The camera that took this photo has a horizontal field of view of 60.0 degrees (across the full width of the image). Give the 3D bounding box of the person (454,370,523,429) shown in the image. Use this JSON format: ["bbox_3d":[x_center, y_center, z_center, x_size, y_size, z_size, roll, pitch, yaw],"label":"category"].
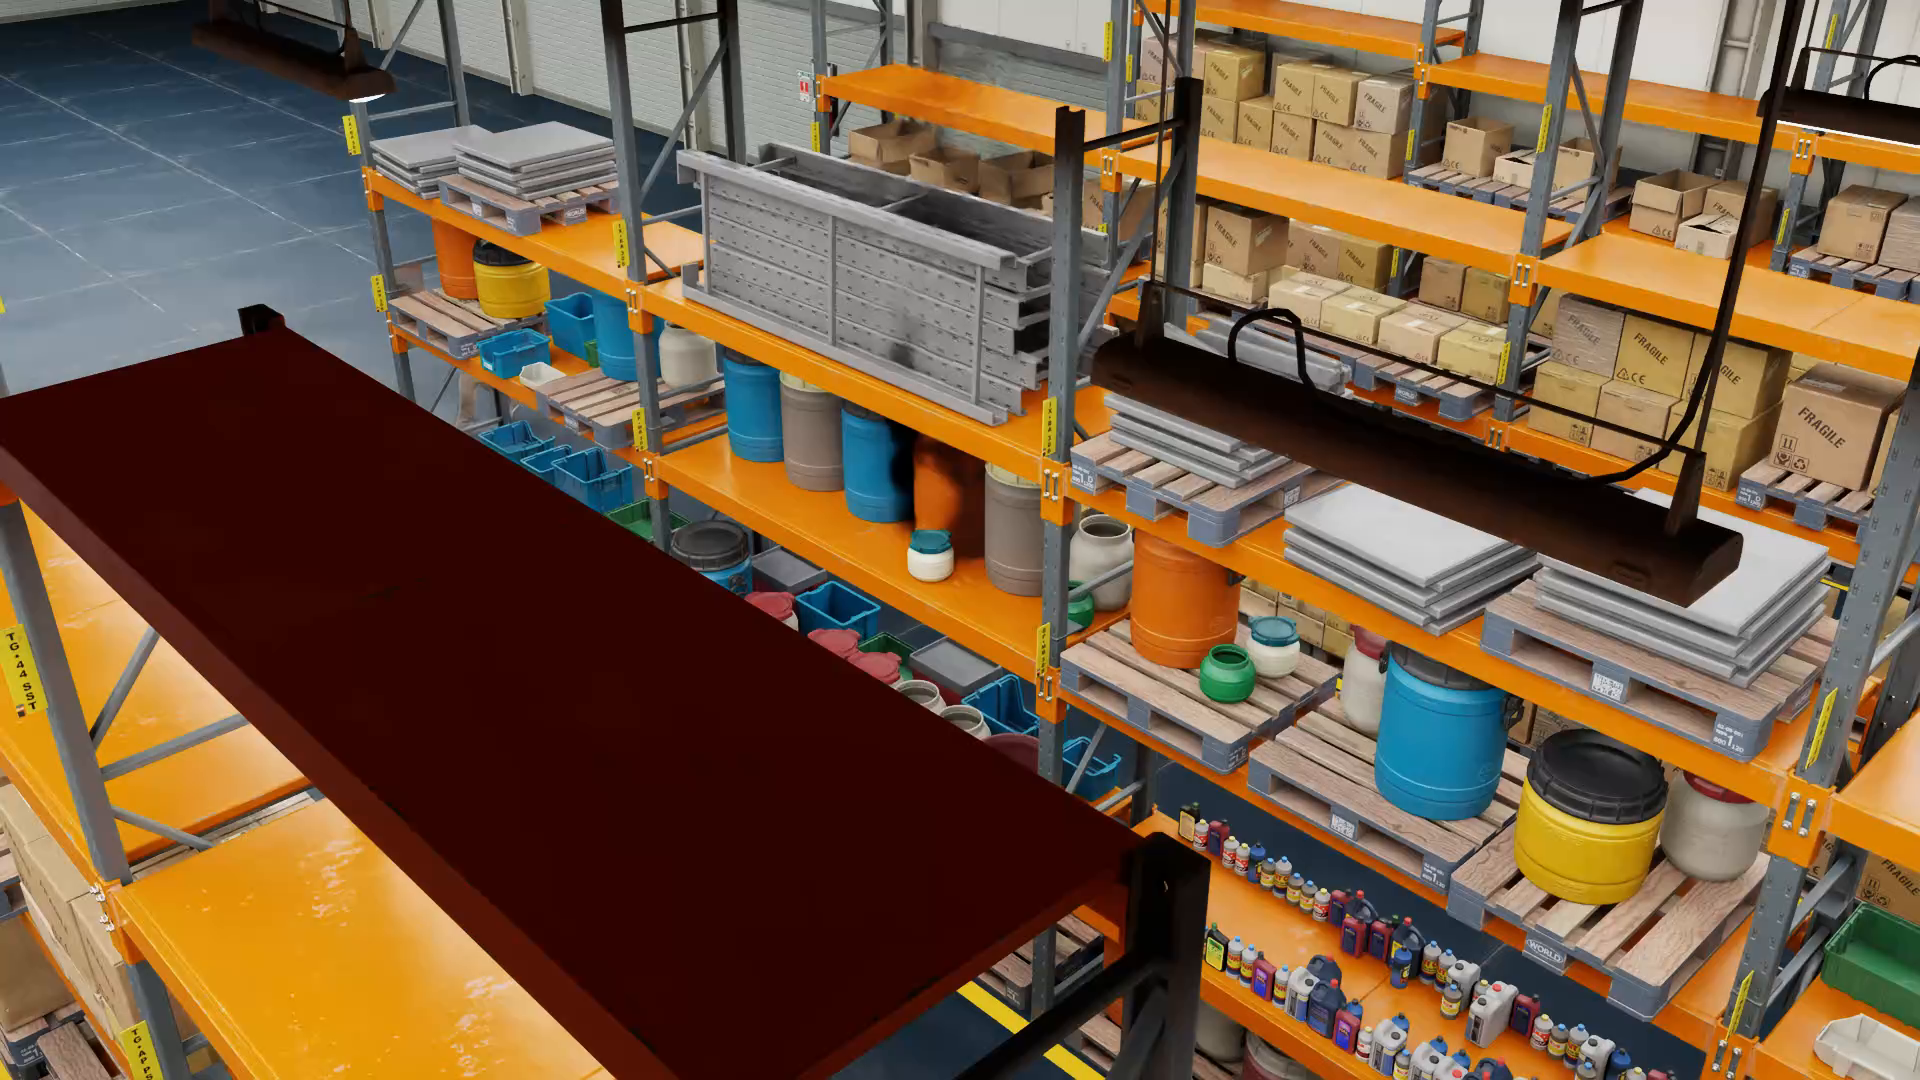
[{"bbox_3d":[-5.498,-2.082,18.889,0.943,1.759,0.676,-10,30,-18],"label":"person"}]
